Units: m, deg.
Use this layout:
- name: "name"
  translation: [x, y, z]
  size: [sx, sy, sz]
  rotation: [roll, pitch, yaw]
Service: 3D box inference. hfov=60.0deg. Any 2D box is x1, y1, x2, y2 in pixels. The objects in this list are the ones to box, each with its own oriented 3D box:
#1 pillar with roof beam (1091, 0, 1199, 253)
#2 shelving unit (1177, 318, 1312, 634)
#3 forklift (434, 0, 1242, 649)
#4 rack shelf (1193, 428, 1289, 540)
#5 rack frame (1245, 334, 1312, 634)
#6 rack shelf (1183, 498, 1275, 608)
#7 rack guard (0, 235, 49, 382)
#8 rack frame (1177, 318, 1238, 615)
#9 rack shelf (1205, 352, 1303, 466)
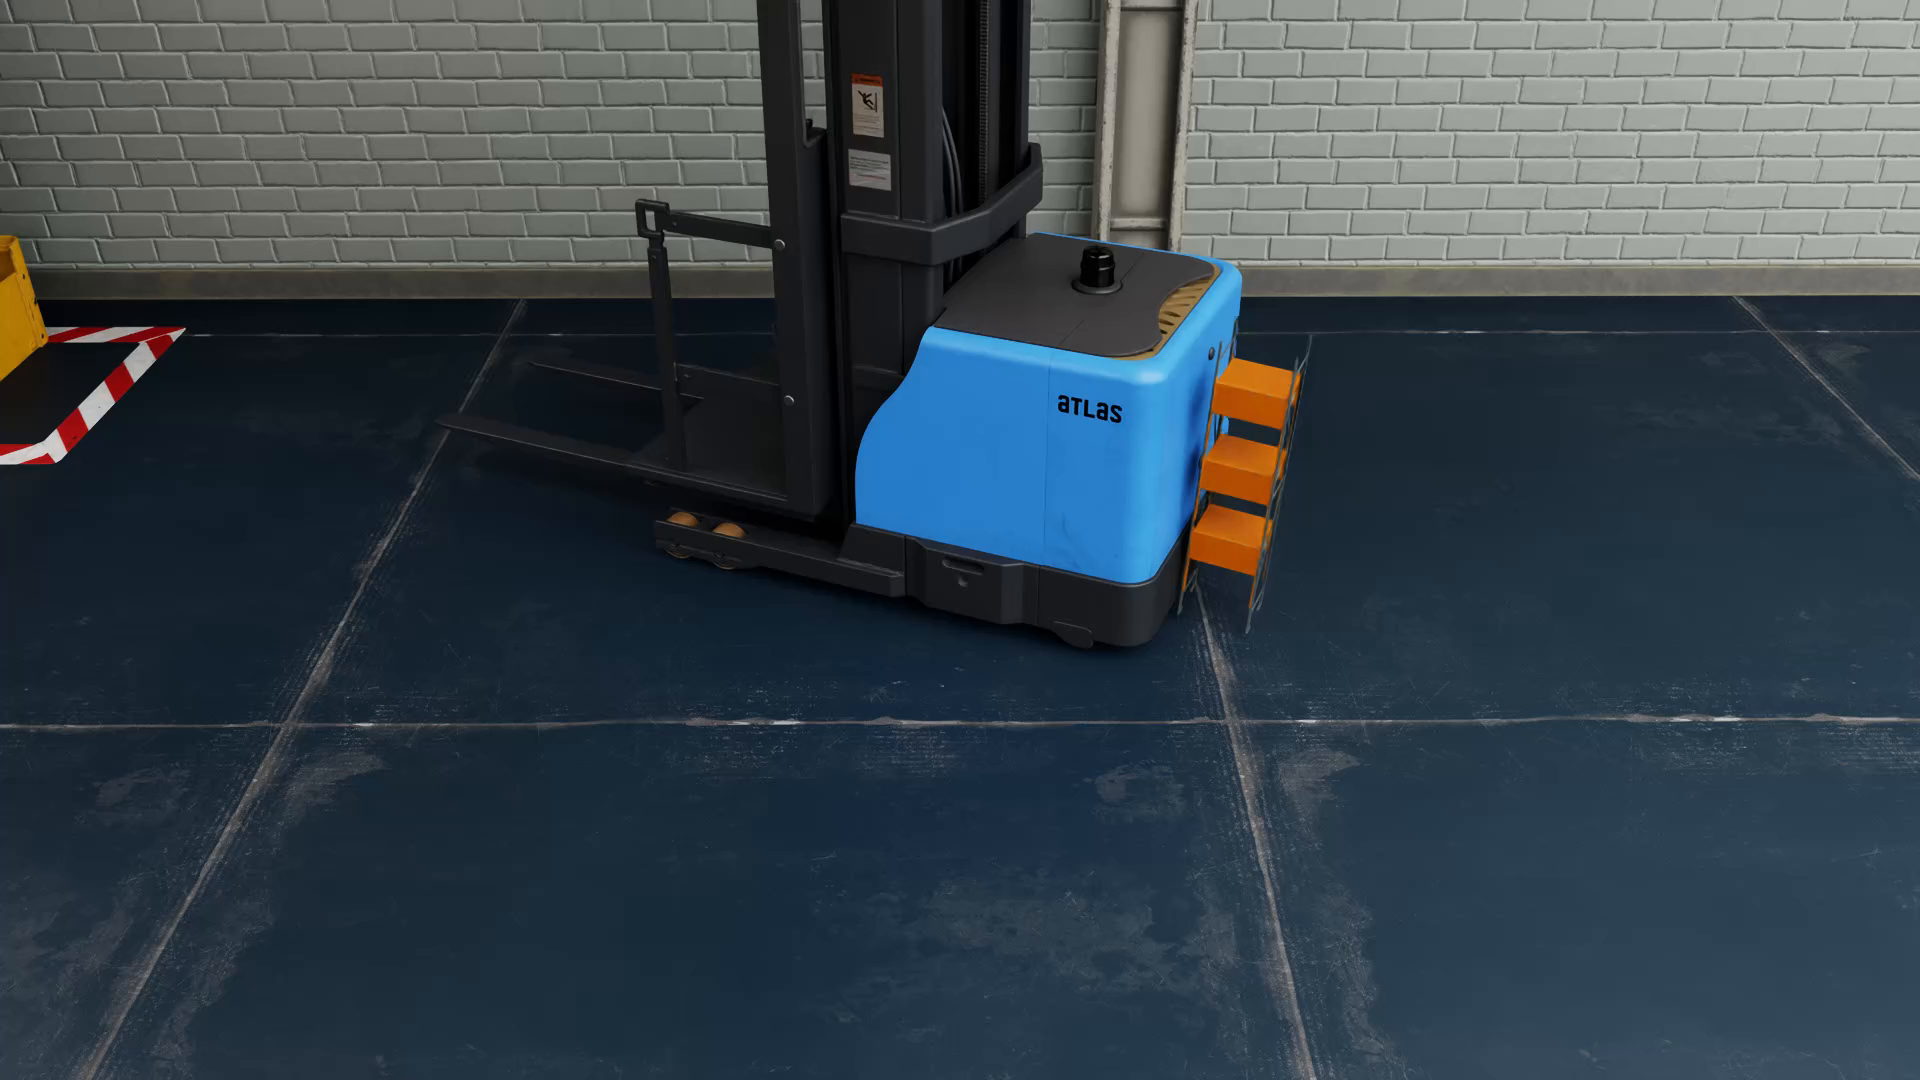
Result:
- name: "pillar with roof beam"
  translation: [0.863, -2.755, 2.116]
  size: [0.400, 9.000, 9.100]
  rotation: [0, 31, 0]
- name: "shelving unit"
  translation: [0.941, -0.198, 5.550]
  size: [0.252, 1.050, 0.215]
  rotation: [16, 34, 18]
- name: "forklift"
  translation: [-0.571, -1.382, 5.702]
  size: [3.031, 2.935, 1.130]
  rotation: [13, 33, 20]
- name: "rack shelf"
  translation: [0.940, -0.189, 5.556]
  size: [0.240, 0.259, 0.215]
  rotation: [16, 34, 18]
- name: "rack frame"
  translation: [1.053, -0.167, 5.514]
  size: [0.008, 1.050, 0.200]
  rotation: [16, 34, 18]
- name: "rack shelf"
  translation: [0.924, 0.045, 5.706]
  size: [0.240, 0.259, 0.215]
  rotation: [16, 34, 18]
- name: "rack guard"
  translation: [-4.437, -0.871, 7.203]
  size: [0.348, 0.500, 1.175]
  rotation: [0, 31, 0]
- name: "rack frame"
  translation: [0.829, -0.229, 5.587]
  size: [0.008, 1.050, 0.200]
  rotation: [16, 34, 18]
- name: "rack shelf"
  translation: [0.956, -0.427, 5.403]
  size: [0.240, 0.259, 0.215]
  rotation: [16, 34, 18]
